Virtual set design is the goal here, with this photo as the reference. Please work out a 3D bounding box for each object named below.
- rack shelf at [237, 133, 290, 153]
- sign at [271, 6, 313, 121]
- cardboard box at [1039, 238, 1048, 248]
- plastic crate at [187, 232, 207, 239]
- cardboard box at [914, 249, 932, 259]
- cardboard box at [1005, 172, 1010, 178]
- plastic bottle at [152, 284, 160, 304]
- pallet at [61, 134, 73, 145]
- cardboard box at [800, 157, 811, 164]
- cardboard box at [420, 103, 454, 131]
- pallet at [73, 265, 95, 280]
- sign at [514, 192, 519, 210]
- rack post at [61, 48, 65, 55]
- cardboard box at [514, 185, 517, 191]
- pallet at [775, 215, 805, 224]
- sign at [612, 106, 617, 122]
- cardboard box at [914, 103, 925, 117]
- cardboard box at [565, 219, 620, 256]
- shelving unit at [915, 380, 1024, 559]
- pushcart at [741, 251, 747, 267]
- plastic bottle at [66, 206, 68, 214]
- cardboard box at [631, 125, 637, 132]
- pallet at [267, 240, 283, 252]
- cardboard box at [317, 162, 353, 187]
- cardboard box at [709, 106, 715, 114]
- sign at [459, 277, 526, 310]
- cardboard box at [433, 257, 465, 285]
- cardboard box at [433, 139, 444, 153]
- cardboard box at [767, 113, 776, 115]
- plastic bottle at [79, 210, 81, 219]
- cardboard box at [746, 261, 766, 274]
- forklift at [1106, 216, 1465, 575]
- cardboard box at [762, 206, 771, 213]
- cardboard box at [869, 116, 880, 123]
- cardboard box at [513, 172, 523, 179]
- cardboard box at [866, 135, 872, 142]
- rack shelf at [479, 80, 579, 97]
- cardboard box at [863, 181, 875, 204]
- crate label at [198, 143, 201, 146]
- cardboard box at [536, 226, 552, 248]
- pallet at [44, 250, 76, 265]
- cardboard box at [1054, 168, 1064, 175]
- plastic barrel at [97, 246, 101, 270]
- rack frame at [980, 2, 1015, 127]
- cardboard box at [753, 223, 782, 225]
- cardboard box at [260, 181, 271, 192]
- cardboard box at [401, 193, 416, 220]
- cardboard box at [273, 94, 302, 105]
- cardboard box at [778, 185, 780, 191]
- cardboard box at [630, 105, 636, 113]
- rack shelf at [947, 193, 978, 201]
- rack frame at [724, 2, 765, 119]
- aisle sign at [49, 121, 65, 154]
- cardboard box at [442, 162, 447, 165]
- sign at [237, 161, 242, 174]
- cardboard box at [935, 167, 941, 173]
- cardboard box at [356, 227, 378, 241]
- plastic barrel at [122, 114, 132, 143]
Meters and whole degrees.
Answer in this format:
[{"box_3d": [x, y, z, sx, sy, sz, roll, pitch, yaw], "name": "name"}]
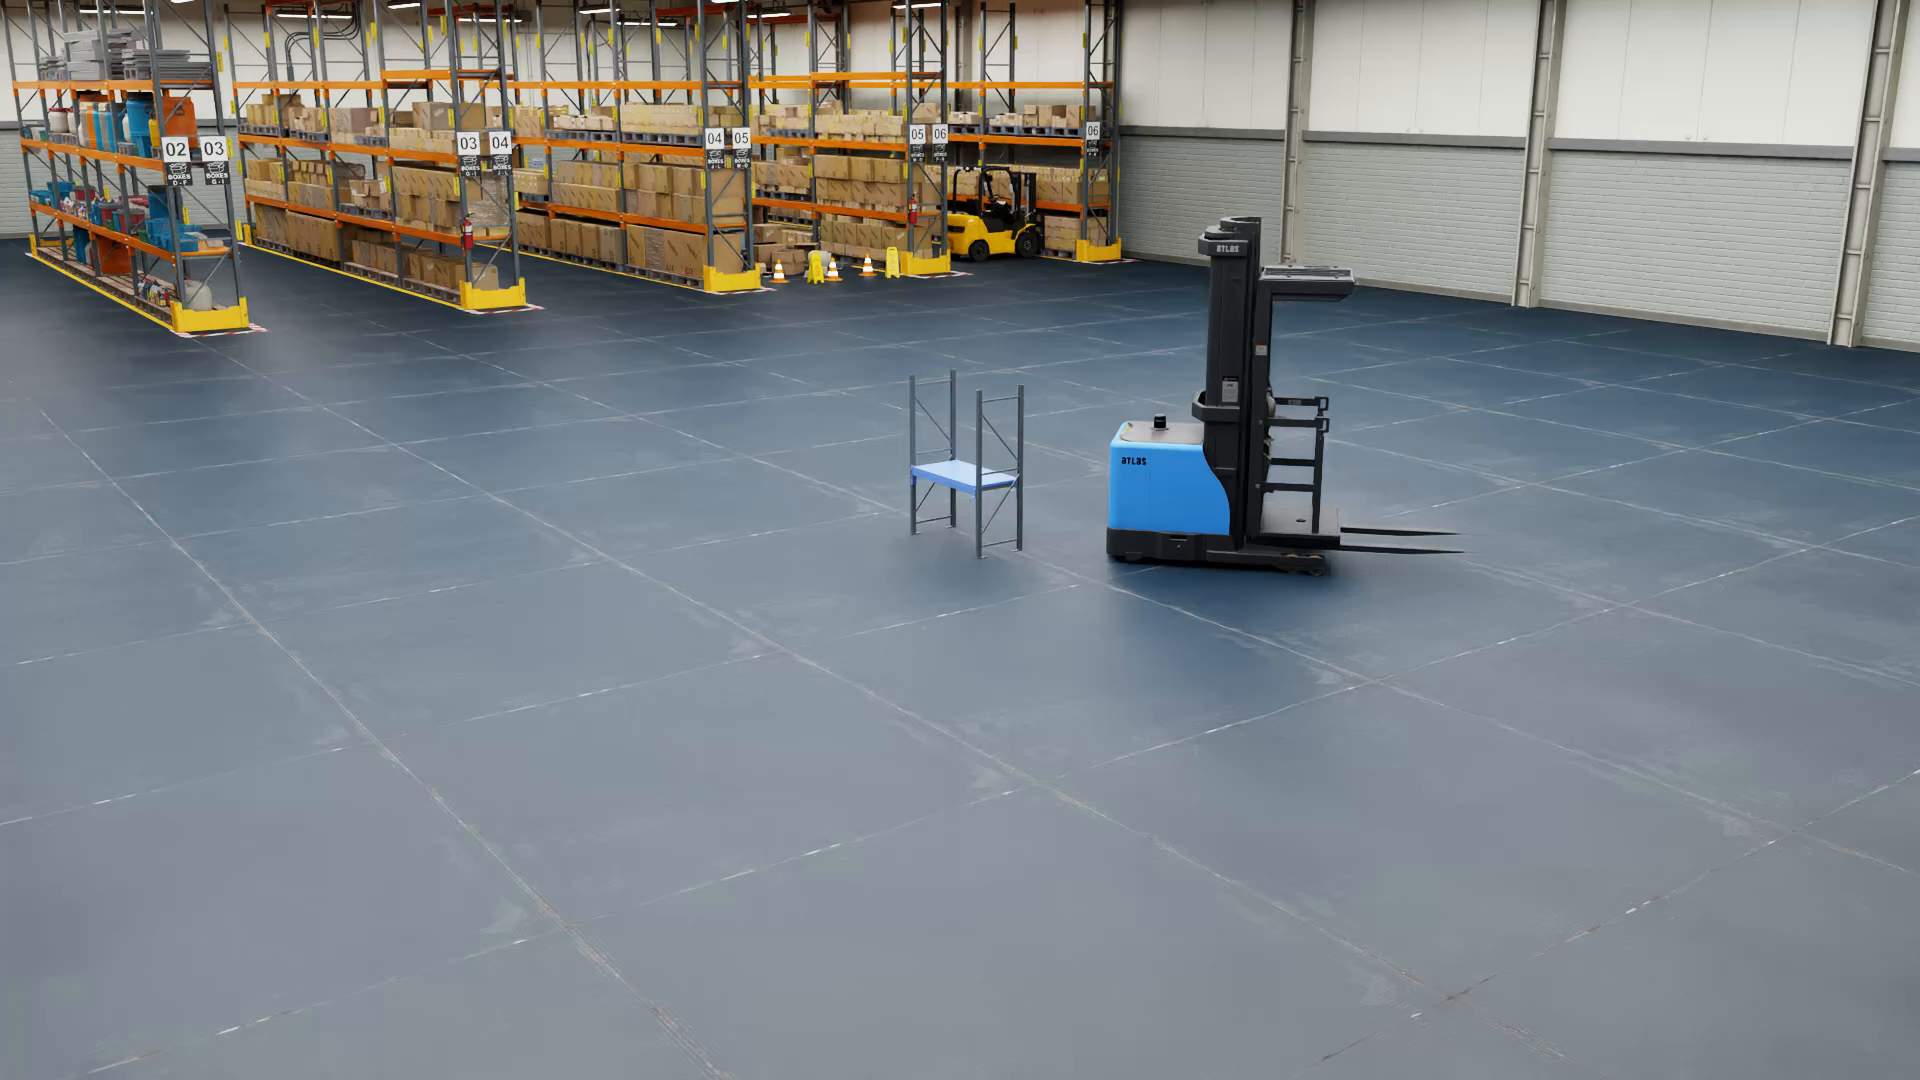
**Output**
[{"box_3d": [-16.966, -9.919, 41.491, 1.077, 0.370, 4.000, -11, 19, -35], "name": "rack shelf"}, {"box_3d": [-15.788, -11.287, 39.442, 0.949, 2.616, 0.053, -11, 19, -35], "name": "sign"}, {"box_3d": [2.191, -7.283, 40.591, 0.500, 0.250, 0.500, -11, 19, -34], "name": "cardboard box"}, {"box_3d": [-13.933, -5.481, 30.093, 0.530, 0.136, 0.437, -11, 19, -35], "name": "plastic crate"}, {"box_3d": [-0.969, -6.460, 37.583, 0.500, 0.250, 0.500, -11, 19, -35], "name": "cardboard box"}, {"box_3d": [1.331, -9.075, 41.308, 0.380, 0.149, 0.250, -10, 18, -33], "name": "cardboard box"}, {"box_3d": [-14.484, -4.443, 29.984, 0.144, 0.351, 0.185, -10, 18, -32], "name": "plastic bottle"}, {"box_3d": [-18.588, -8.586, 35.612, 1.003, 0.211, 1.213, -11, 19, -35], "name": "pallet"}, {"box_3d": [-3.783, -9.301, 40.773, 0.380, 0.149, 0.250, -10, 18, -31], "name": "cardboard box"}, {"box_3d": [-9.851, -8.002, 31.421, 0.500, 0.500, 0.500, -11, 19, -35], "name": "cardboard box"}, {"box_3d": [-18.655, -5.847, 36.213, 1.003, 0.211, 1.213, -11, 19, -35], "name": "pallet"}, {"box_3d": [-8.296, -6.332, 31.063, 0.100, 0.325, 0.005, -11, 19, -35], "name": "sign"}, {"box_3d": [-17.982, -10.063, 33.994, 0.624, 0.289, 0.986, -11, 19, -35], "name": "rack post"}, {"box_3d": [-10.779, -8.677, 40.951, 0.380, 0.149, 0.250, -10, 18, -33], "name": "cardboard box"}, {"box_3d": [-4.886, -9.764, 50.527, 1.003, 0.211, 1.213, -11, 19, -35], "name": "pallet"}, {"box_3d": [-7.448, -9.194, 35.903, 0.100, 0.325, 0.005, -11, 19, -35], "name": "sign"}, {"box_3d": [-0.803, -11.309, 44.031, 0.700, 0.500, 0.500, -11, 19, -36], "name": "cardboard box"}, {"box_3d": [-8.565, -7.074, 38.880, 1.050, 0.750, 0.750, -11, 19, -34], "name": "cardboard box"}, {"box_3d": [0.053, -0.704, 14.982, 0.500, 1.500, 1.039, -11, 19, -35], "name": "shelving unit"}, {"box_3d": [-4.885, -6.593, 38.625, 0.936, 0.377, 1.648, 10, 18, 33], "name": "pushcart"}, {"box_3d": [-19.514, -7.242, 36.404, 0.097, 0.201, 0.097, 0, 15, 0], "name": "plastic bottle"}, {"box_3d": [-6.777, -8.770, 35.420, 0.380, 0.149, 0.250, -11, 19, -35], "name": "cardboard box"}, {"box_3d": [-16.896, -7.483, 42.190, 1.003, 0.211, 1.213, -11, 19, -35], "name": "pallet"}, {"box_3d": [-14.236, -8.369, 38.055, 0.797, 0.503, 0.637, -10, 18, -33], "name": "cardboard box"}, {"box_3d": [-4.899, -8.768, 33.903, 0.380, 0.149, 0.250, -11, 19, -35], "name": "cardboard box"}, {"box_3d": [-14.353, -4.341, 27.141, 14.955, 2.096, 0.348, -11, 19, -35], "name": "sign"}, {"box_3d": [-10.112, -5.348, 33.048, 0.500, 0.500, 0.500, -13, 20, -39], "name": "cardboard box"}, {"box_3d": [-9.520, -7.374, 31.113, 0.500, 0.250, 0.500, -11, 19, -34], "name": "cardboard box"}, {"box_3d": [-5.467, -12.720, 50.083, 0.500, 0.250, 0.500, -12, 19, -36], "name": "cardboard box"}, {"box_3d": [-18.560, -6.896, 35.138, 0.097, 0.201, 0.097, 0, 15, 0], "name": "plastic bottle"}, {"box_3d": [-4.515, -6.033, 36.789, 0.396, 0.266, 0.258, -7, 17, -25], "name": "cardboard box"}, {"box_3d": [2.852, -1.267, 14.327, 3.031, 2.935, 1.130, 3, 16, 11], "name": "forklift"}, {"box_3d": [-5.830, -10.409, 51.534, 0.797, 0.503, 0.637, -12, 19, -37], "name": "cardboard box"}, {"box_3d": [-1.820, -9.393, 37.171, 0.380, 0.149, 0.250, -12, 19, -36], "name": "cardboard box"}, {"box_3d": [-10.785, -8.965, 40.877, 0.380, 0.149, 0.250, -10, 18, -32], "name": "cardboard box"}, {"box_3d": [-1.885, -9.005, 37.261, 0.380, 0.149, 0.250, -11, 19, -36], "name": "cardboard box"}, {"box_3d": [-10.543, -11.068, 40.761, 1.077, 0.370, 4.000, -11, 19, -35], "name": "rack shelf"}, {"box_3d": [-1.843, -7.848, 37.490, 0.500, 0.500, 0.500, -11, 19, -35], "name": "cardboard box"}, {"box_3d": [-13.574, -6.887, 29.332, 0.502, 0.251, 0.408, -11, 19, -35], "name": "crate label"}, {"box_3d": [-9.965, -7.384, 40.485, 0.500, 0.500, 0.500, -11, 19, -35], "name": "cardboard box"}, {"box_3d": [-20.982, -6.691, 39.295, 1.003, 0.211, 1.213, -11, 19, -35], "name": "pallet"}, {"box_3d": [2.481, -8.852, 39.929, 0.380, 0.149, 0.250, -11, 19, -34], "name": "cardboard box"}, {"box_3d": [-18.151, -5.981, 35.337, 0.421, 0.512, 0.421, 0, 15, 0], "name": "plastic barrel"}, {"box_3d": [0.942, -11.887, 41.636, 1.000, 3.000, 0.127, -11, 19, -35], "name": "rack frame"}, {"box_3d": [-5.098, -7.890, 42.576, 0.950, 0.372, 0.625, -12, 20, -38], "name": "cardboard box"}, {"box_3d": [-17.164, -8.845, 41.605, 0.500, 0.250, 0.500, -11, 19, -36], "name": "cardboard box"}, {"box_3d": [-10.607, -6.658, 33.142, 0.875, 0.500, 0.500, -11, 19, -35], "name": "cardboard box"}, {"box_3d": [-16.338, -10.702, 40.392, 0.500, 0.250, 0.500, -12, 20, -38], "name": "cardboard box"}, {"box_3d": [-4.256, -8.663, 40.901, 0.380, 0.149, 0.250, -12, 19, -36], "name": "cardboard box"}, {"box_3d": [-6.776, -9.155, 35.315, 0.380, 0.149, 0.250, -11, 19, -35], "name": "cardboard box"}, {"box_3d": [-0.234, -9.074, 44.084, 1.077, 0.370, 4.000, -11, 19, -35], "name": "rack shelf"}, {"box_3d": [-5.422, -11.970, 41.939, 1.000, 3.000, 0.127, -11, 19, -35], "name": "rack frame"}, {"box_3d": [-21.954, -9.793, 40.423, 0.394, 0.787, 0.004, -11, 19, -35], "name": "aisle sign"}, {"box_3d": [-13.720, -10.425, 45.011, 0.500, 0.500, 0.500, -10, 18, -33], "name": "cardboard box"}, {"box_3d": [-18.595, -9.618, 42.918, 0.100, 0.325, 0.005, -11, 19, -35], "name": "sign"}, {"box_3d": [-0.432, -9.706, 43.613, 0.380, 0.149, 0.250, -11, 19, -36], "name": "cardboard box"}, {"box_3d": [-13.020, -6.768, 36.778, 0.500, 0.250, 0.500, -10, 18, -32], "name": "cardboard box"}, {"box_3d": [-14.999, -7.496, 30.268, 0.421, 0.512, 0.421, 0, 15, 0], "name": "plastic barrel"}]
